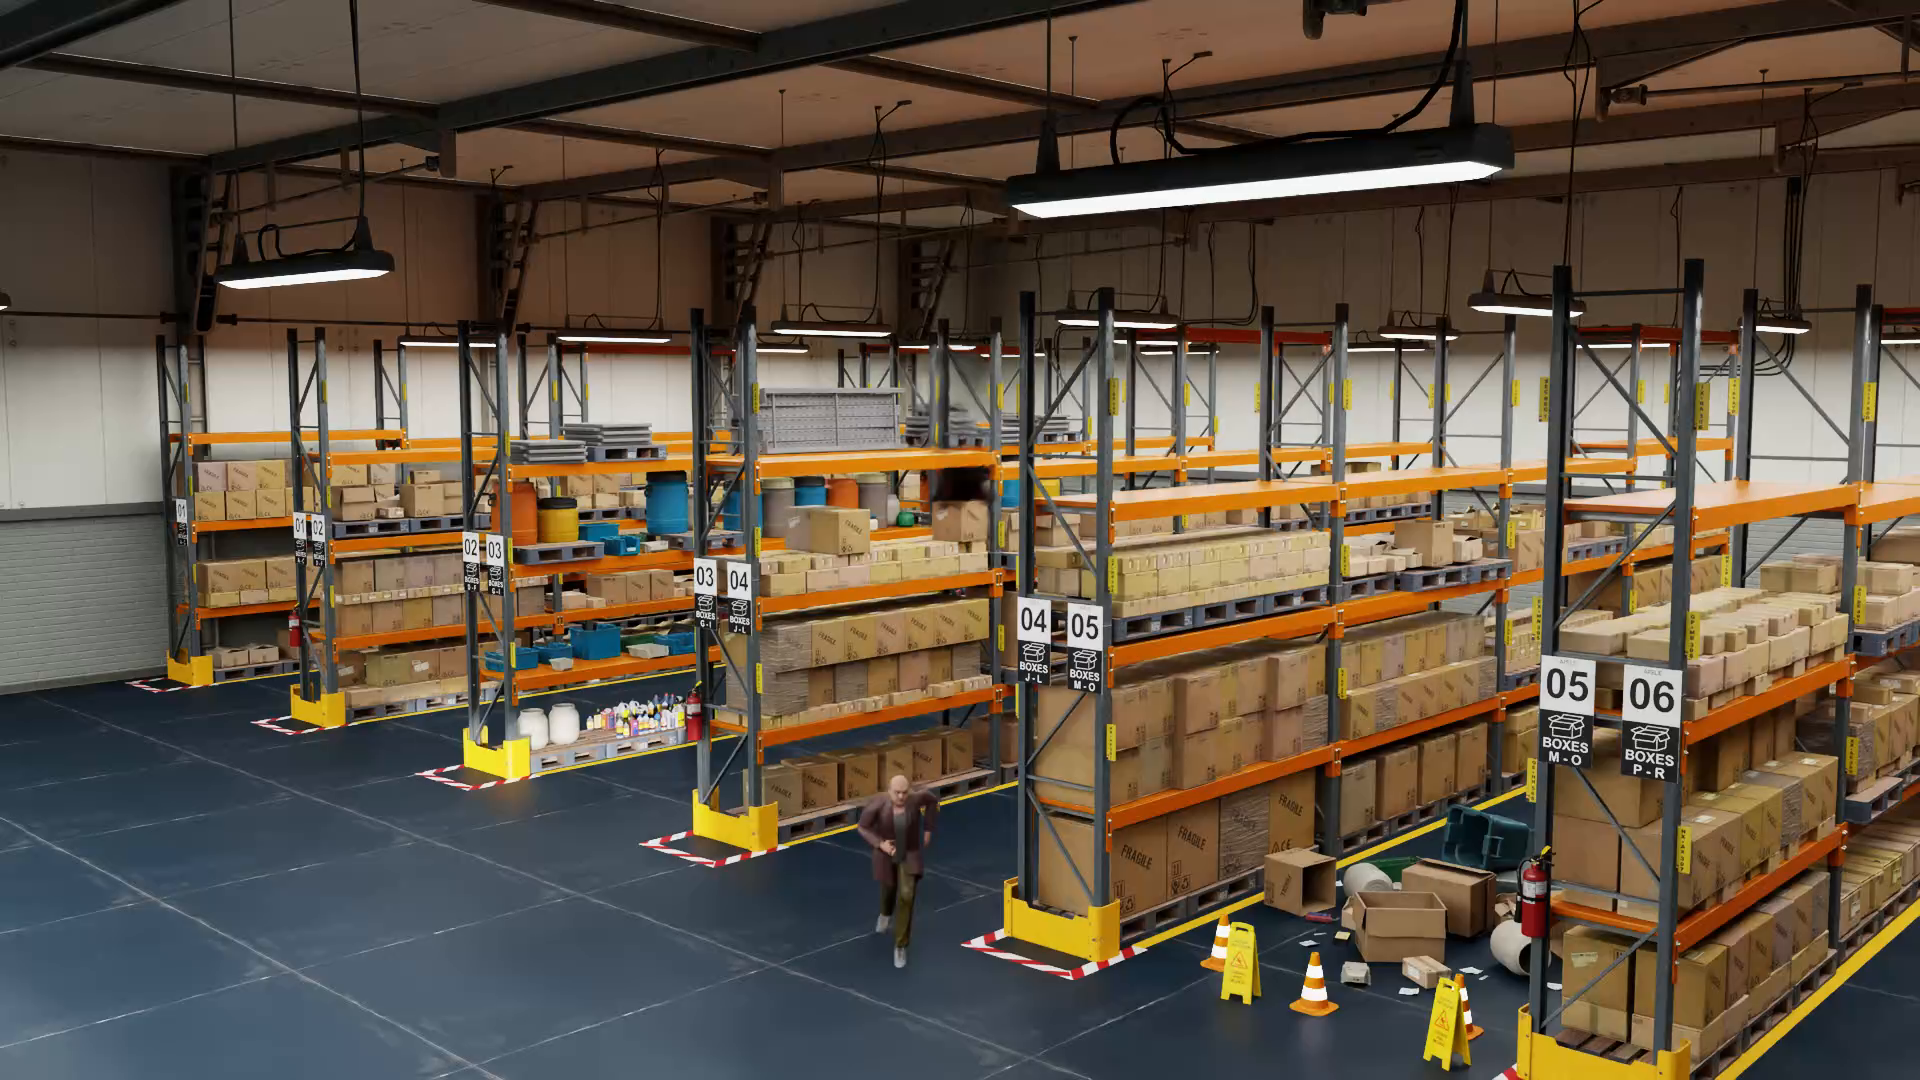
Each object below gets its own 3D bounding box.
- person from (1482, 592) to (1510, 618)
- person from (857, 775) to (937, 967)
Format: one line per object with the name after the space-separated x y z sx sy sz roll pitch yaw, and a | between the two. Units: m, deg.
9.410 1.672 29.159 0.577 1.554 0.683 1 6 15 | person
-0.589 2.921 15.200 0.753 1.745 1.049 -1 5 -10 | person
